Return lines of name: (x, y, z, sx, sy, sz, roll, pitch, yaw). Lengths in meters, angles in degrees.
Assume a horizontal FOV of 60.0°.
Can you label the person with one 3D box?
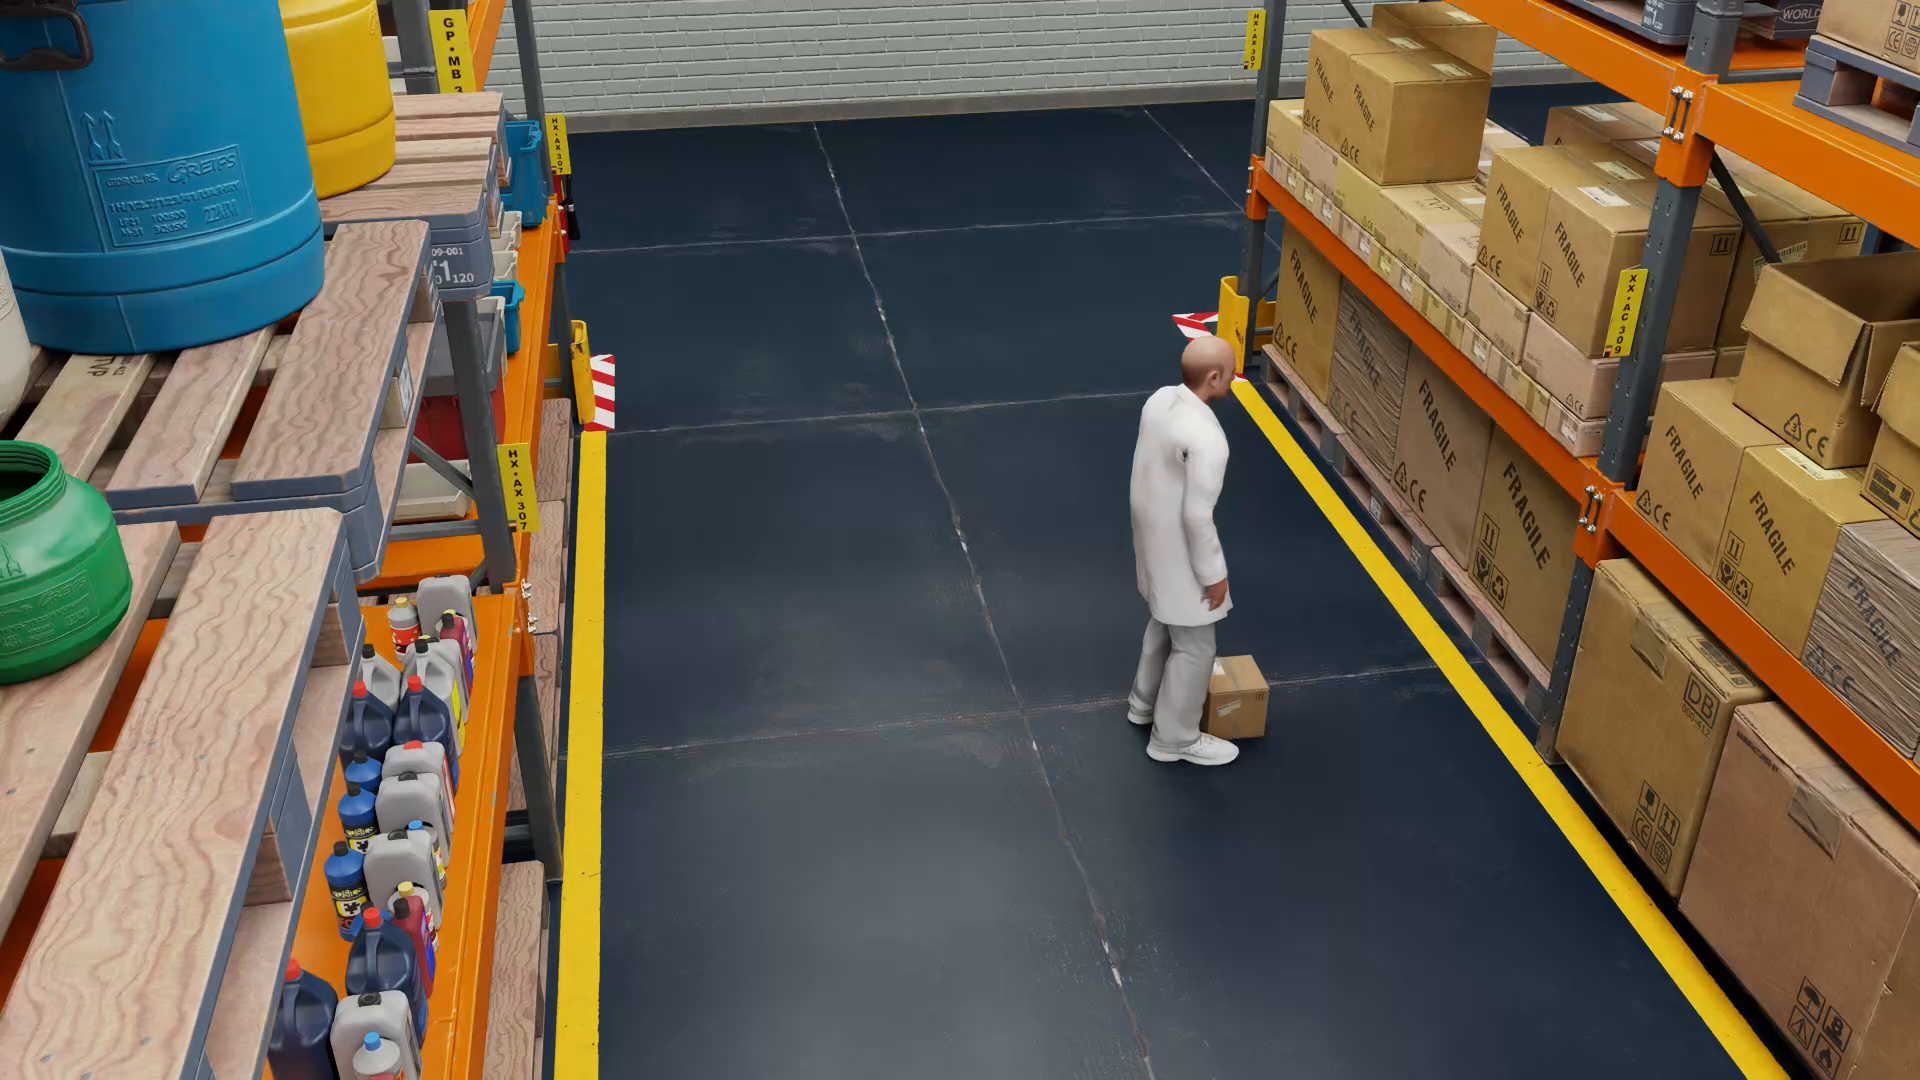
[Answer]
person: (0.889, 0.081, 6.626, 0.429, 1.654, 0.647, -7, 31, -12)
